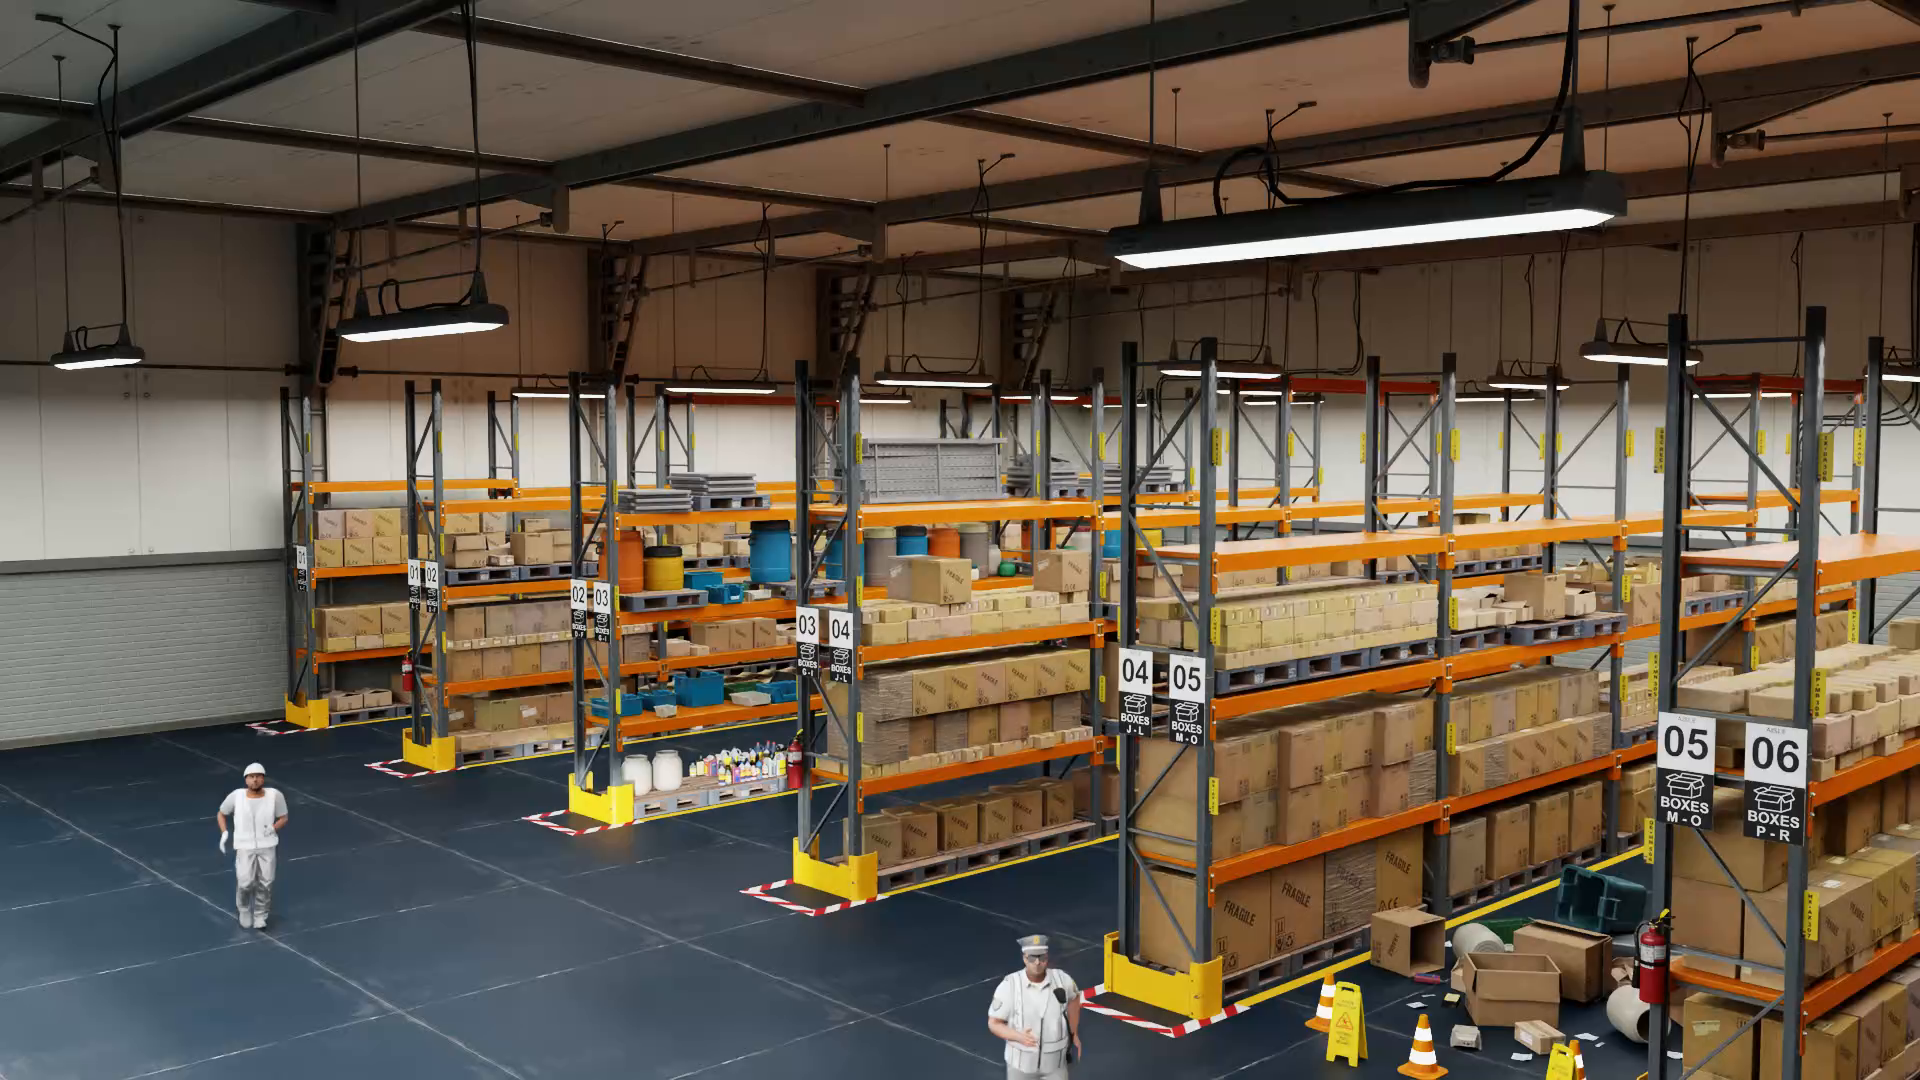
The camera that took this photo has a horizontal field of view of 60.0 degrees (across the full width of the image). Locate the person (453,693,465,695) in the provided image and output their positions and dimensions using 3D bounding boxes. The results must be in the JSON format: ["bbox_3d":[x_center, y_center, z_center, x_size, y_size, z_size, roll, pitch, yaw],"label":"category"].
[{"bbox_3d":[-8.529,2.566,27.913,0.580,1.680,0.685,2,4,33],"label":"person"}]

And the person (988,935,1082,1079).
[{"bbox_3d":[0.506,3.540,11.237,0.632,1.814,0.931,0,4,-2],"label":"person"}]

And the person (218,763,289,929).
[{"bbox_3d":[-7.278,3.178,17.159,0.660,1.738,0.625,-2,4,-27],"label":"person"}]

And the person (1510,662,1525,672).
[{"bbox_3d":[8.631,2.688,25.859,0.574,1.644,0.587,3,5,42],"label":"person"}]
